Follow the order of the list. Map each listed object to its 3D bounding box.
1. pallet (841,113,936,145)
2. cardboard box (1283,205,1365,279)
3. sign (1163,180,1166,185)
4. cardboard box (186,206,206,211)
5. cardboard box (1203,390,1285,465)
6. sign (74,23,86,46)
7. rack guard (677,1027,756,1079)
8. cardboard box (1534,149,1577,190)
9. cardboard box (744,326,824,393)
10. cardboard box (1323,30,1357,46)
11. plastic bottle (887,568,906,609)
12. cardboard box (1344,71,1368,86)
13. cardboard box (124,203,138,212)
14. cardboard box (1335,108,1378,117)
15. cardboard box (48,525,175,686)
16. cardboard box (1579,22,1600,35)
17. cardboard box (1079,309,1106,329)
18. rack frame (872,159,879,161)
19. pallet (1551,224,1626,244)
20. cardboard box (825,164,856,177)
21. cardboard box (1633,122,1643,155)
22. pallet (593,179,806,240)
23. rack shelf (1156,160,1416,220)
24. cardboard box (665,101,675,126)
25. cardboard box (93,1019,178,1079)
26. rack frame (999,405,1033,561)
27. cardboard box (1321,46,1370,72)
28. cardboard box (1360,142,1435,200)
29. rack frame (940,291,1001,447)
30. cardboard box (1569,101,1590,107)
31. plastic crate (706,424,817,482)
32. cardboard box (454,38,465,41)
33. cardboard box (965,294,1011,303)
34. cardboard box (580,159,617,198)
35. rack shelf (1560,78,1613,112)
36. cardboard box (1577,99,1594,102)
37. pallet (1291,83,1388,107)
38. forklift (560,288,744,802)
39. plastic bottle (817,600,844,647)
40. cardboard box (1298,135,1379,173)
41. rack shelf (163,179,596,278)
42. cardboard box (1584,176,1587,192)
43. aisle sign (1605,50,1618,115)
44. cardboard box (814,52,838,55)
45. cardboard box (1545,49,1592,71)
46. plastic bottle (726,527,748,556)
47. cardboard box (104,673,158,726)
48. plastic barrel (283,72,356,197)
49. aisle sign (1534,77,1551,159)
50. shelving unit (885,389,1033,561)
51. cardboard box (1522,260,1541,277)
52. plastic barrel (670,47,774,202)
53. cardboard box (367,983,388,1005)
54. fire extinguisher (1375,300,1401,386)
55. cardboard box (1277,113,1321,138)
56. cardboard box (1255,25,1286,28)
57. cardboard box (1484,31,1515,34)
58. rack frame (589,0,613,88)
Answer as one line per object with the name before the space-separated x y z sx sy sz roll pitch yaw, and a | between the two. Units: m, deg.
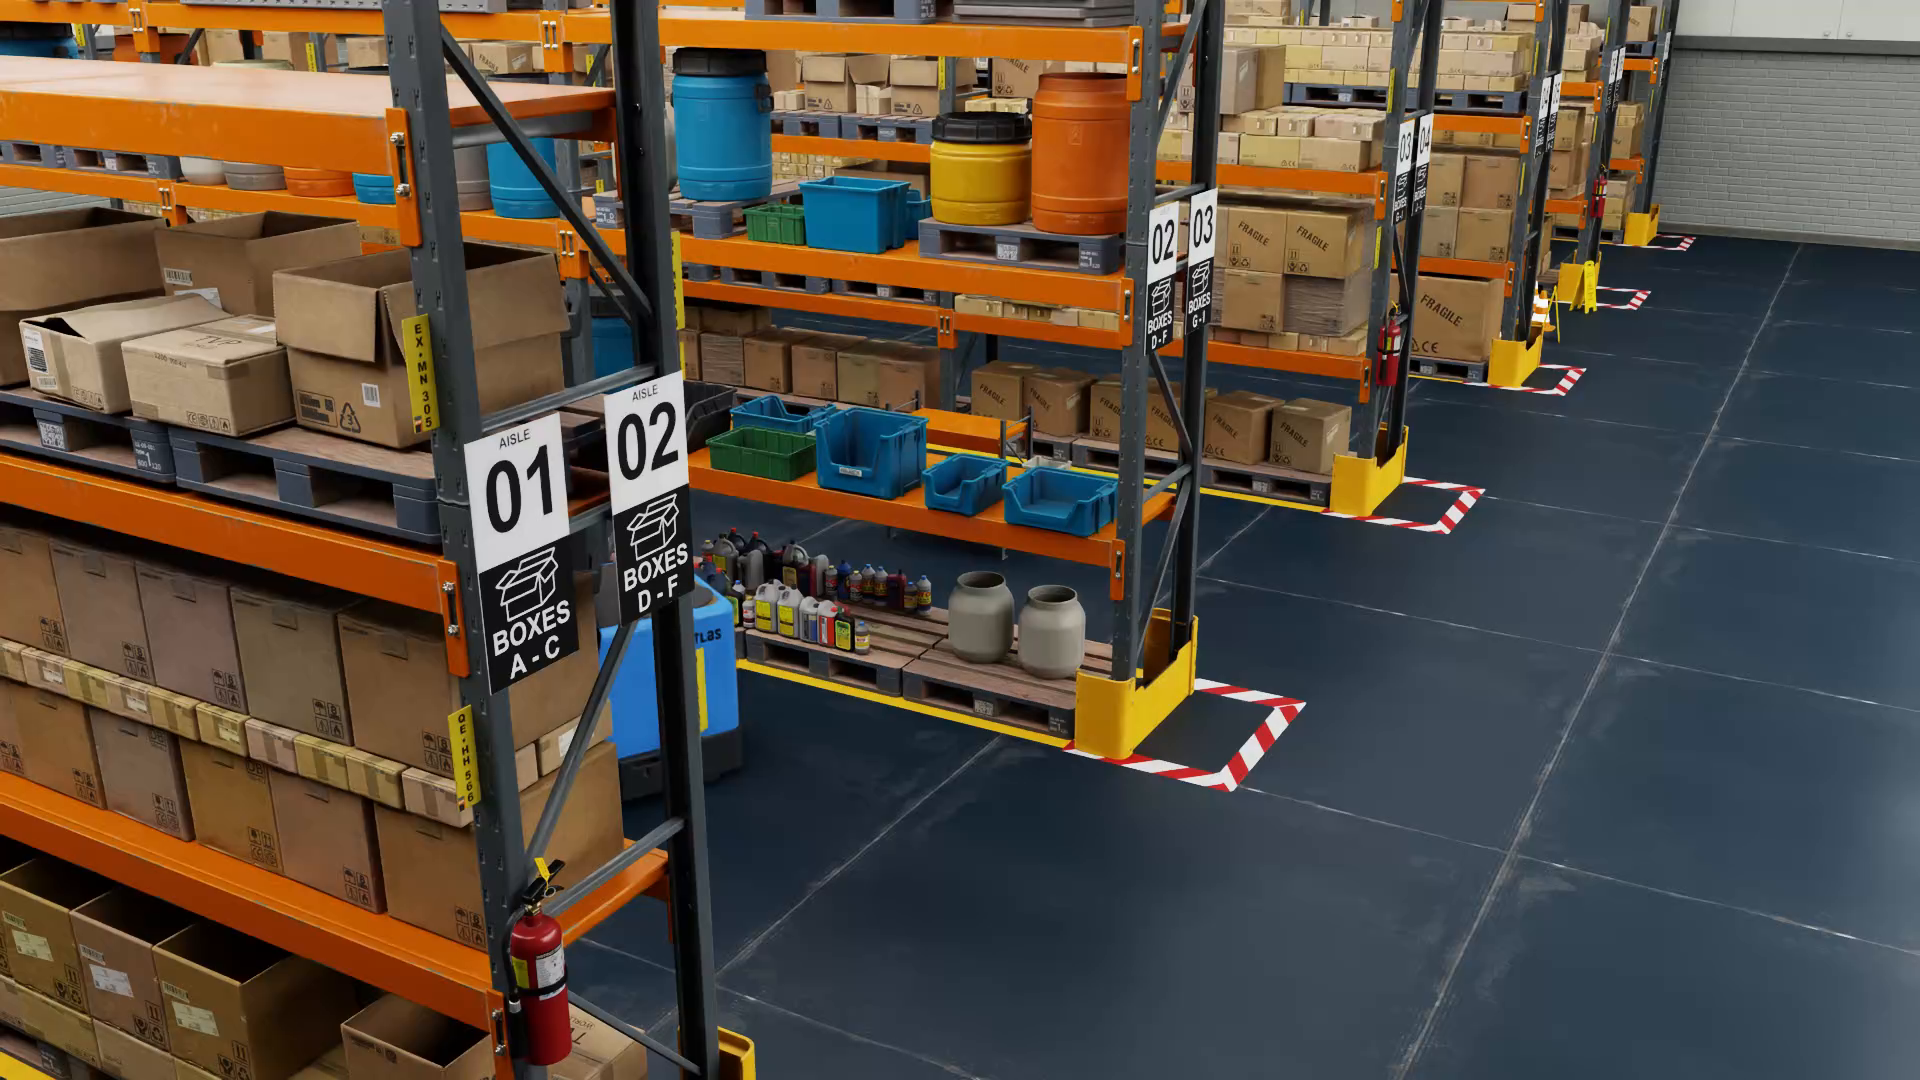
pallet | -0.378 -3.906 15.611 1.003 0.211 1.213 11 23 27
cardboard box | 3.000 -2.459 13.697 0.500 0.500 0.500 11 23 27
sign | 2.360 -4.254 19.111 0.005 0.325 0.100 11 23 27
cardboard box | -9.186 -4.186 20.289 0.500 0.250 0.500 10 22 26
cardboard box | 2.525 -1.005 14.787 0.500 0.500 0.500 18 27 41
sign | -10.643 -6.139 20.095 0.005 0.325 0.100 11 23 27
rack guard | -1.213 2.343 6.173 0.348 0.500 1.175 11 23 27
cardboard box | 7.826 -4.930 21.974 0.500 0.500 0.500 10 22 26
cardboard box | -1.800 -1.861 17.116 0.500 0.500 0.700 13 24 32
cardboard box | 4.096 -5.406 17.908 0.250 0.149 0.380 11 23 27
plastic bottle | -0.434 0.323 11.415 0.133 0.283 0.061 11 23 28
cardboard box | 4.321 -4.989 17.927 0.250 0.149 0.380 11 23 28
cardboard box | -10.218 -4.170 20.831 0.250 0.149 0.380 11 23 28
cardboard box | 3.294 -3.498 13.847 0.250 0.149 0.380 11 23 28
cardboard box | -3.021 0.164 6.465 0.500 0.500 0.700 11 23 27
cardboard box | 9.758 -7.894 25.764 0.258 0.266 0.396 11 23 27
cardboard box | 1.253 -2.006 14.865 0.250 0.149 0.380 11 23 27
rack frame | -0.876 -4.575 21.578 0.127 3.000 1.000 11 23 27
pallet | 10.163 -5.017 26.886 1.213 0.211 1.003 11 23 27
cardboard box | -1.529 -4.741 21.351 0.250 0.149 0.380 11 23 28
cardboard box | 10.554 -6.425 26.533 0.500 0.500 0.500 12 23 29
pallet | -1.629 -2.206 10.925 1.003 0.211 1.213 11 23 27
rack shelf | 1.855 -3.189 14.414 4.000 0.370 1.077 11 23 27
cardboard box | -2.649 -4.215 16.408 0.500 0.250 0.500 11 23 29
cardboard box | -3.161 2.012 6.836 0.500 0.250 0.500 11 23 27
rack frame | 0.438 -0.445 12.943 0.032 1.125 0.500 11 23 27
cardboard box | 4.230 -5.218 17.973 0.500 0.250 0.500 11 23 28
cardboard box | 4.855 -4.093 18.447 0.550 0.550 0.875 11 23 27
rack frame | 0.109 -2.450 15.720 0.127 3.000 1.000 11 23 27
cardboard box | 9.783 -6.833 26.268 0.250 0.149 0.380 11 23 28
plastic crate | -1.259 -0.566 10.837 0.662 0.188 0.450 11 23 27
cardboard box | -7.148 -7.243 24.022 0.500 0.250 0.500 10 22 27
cardboard box | 0.472 -2.543 15.395 0.500 0.500 0.875 11 23 27
cardboard box | -4.014 -3.760 17.714 0.637 0.503 0.797 12 23 29
rack shelf | 6.688 -6.139 22.547 4.000 0.370 1.077 11 23 27
cardboard box | 10.004 -6.963 26.628 0.250 0.149 0.380 11 23 28
pallet | 4.386 -4.936 18.304 1.213 0.211 1.003 11 23 27
forklift | -2.779 0.101 8.787 3.031 2.935 1.130 -12 23 -29
plastic bottle | -0.838 0.538 10.831 0.135 0.276 0.152 11 23 28
cardboard box | 3.056 -3.129 13.413 0.500 0.250 0.500 11 23 29
rack shelf | -4.053 -2.380 12.183 4.000 0.370 1.077 11 23 27
cardboard box | 9.849 -5.655 26.506 0.500 0.250 0.500 11 23 28
aisle sign | 8.347 -5.860 21.310 0.004 0.787 0.394 11 23 27
cardboard box | -1.499 -6.051 21.103 0.500 0.500 0.500 11 23 27
cardboard box | 7.856 -6.219 21.496 0.500 0.250 0.500 10 22 27
plastic bottle | -1.604 0.084 11.973 0.185 0.351 0.144 10 22 26
cardboard box | -3.015 0.548 6.358 0.250 0.149 0.380 10 22 27
plastic barrel | -4.617 -2.943 12.050 0.708 0.830 0.600 11 23 27
aisle sign | 6.024 -4.365 17.189 0.004 0.787 0.394 11 23 27
shelving unit | -0.006 -0.530 13.176 1.048 1.125 0.538 11 23 27
cardboard box | 7.576 -3.698 22.577 0.500 0.250 0.500 11 23 27
plastic barrel | -1.490 -2.621 10.442 0.708 0.901 0.600 11 23 27
cardboard box | -2.031 1.668 6.683 0.500 0.500 0.500 11 23 27
fire extinguisher | 3.476 -1.592 13.469 0.183 0.674 0.296 11 23 27
cardboard box | 2.744 -3.356 13.455 0.250 0.149 0.380 10 22 25
cardboard box | 3.530 -5.771 18.914 0.250 0.149 0.380 11 23 27
cardboard box | 5.754 -5.348 17.747 0.250 0.149 0.380 11 23 28
rack frame | -3.383 -5.935 16.531 0.127 3.000 1.000 11 23 27
